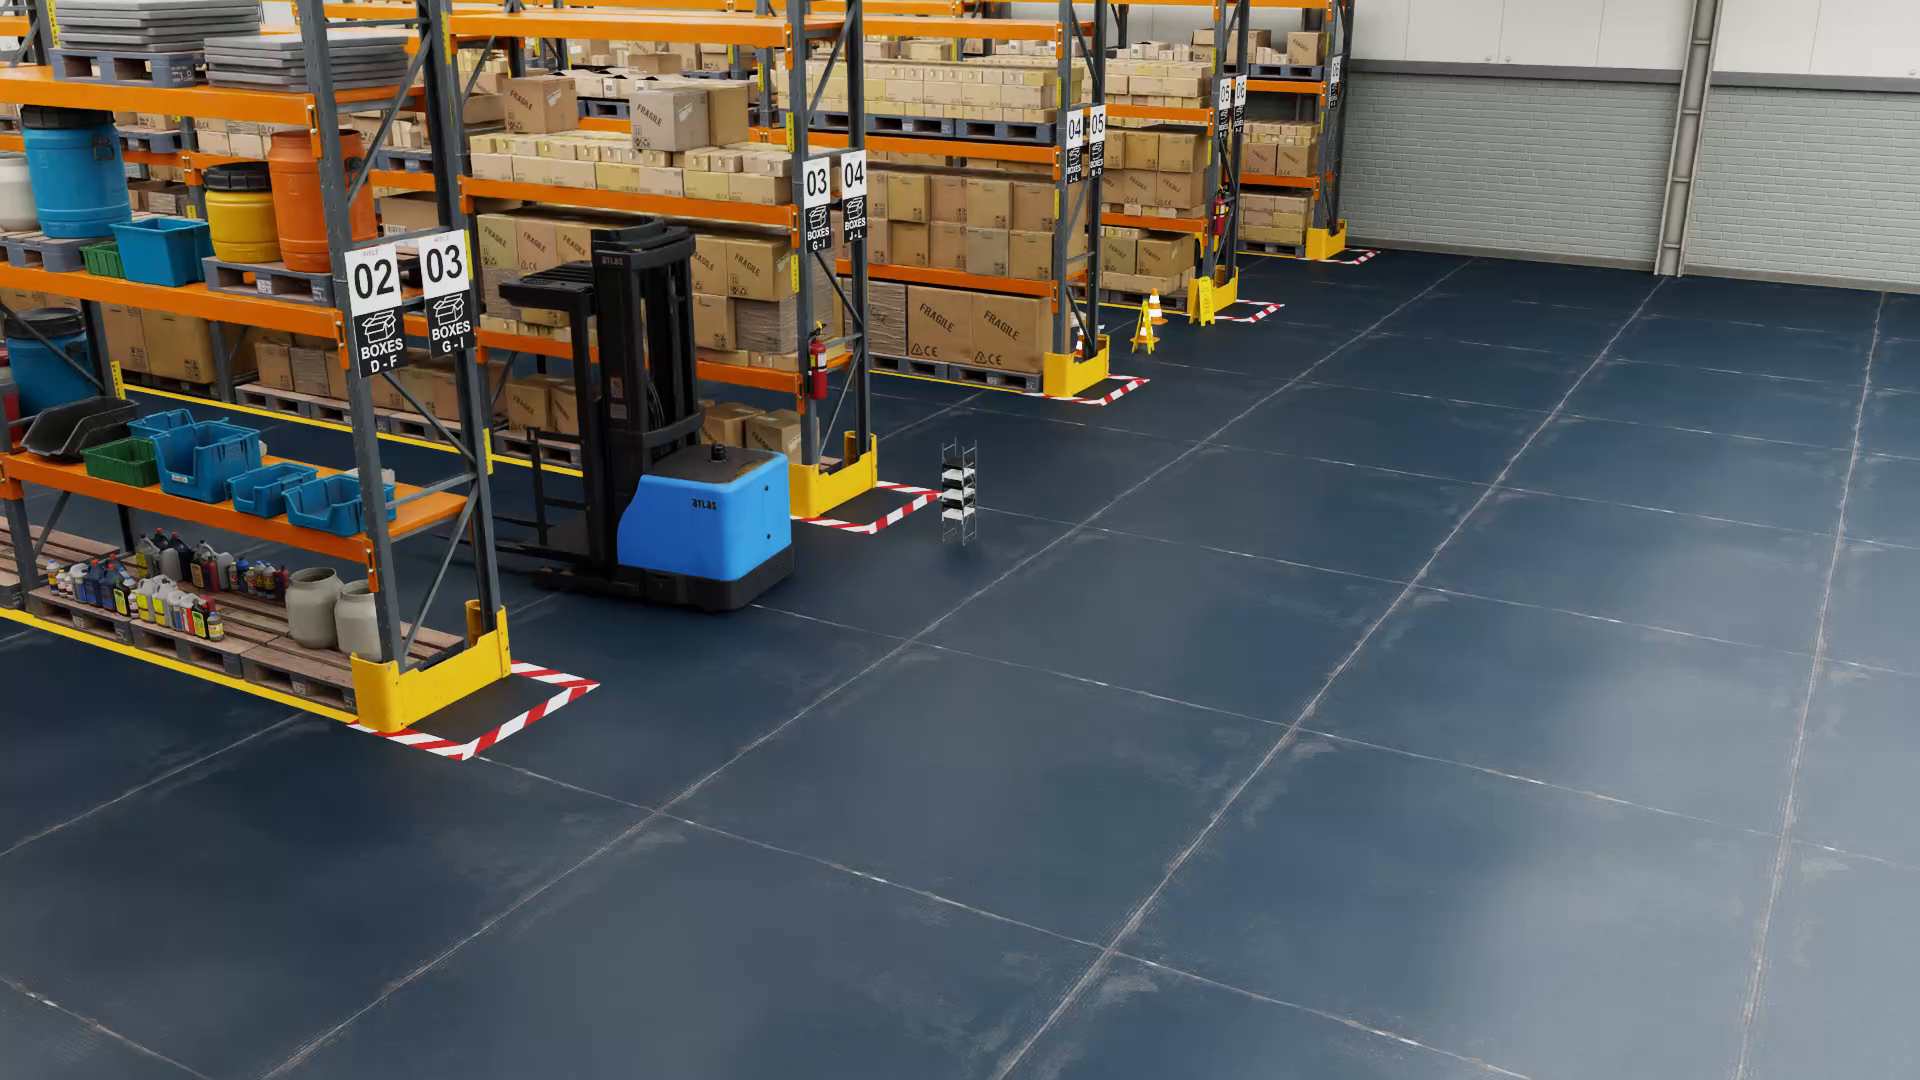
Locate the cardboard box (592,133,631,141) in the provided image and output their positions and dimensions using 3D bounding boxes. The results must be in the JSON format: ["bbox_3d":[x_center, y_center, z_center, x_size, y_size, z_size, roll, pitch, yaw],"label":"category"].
[{"bbox_3d":[-3.324,-3.822,16.038,0.250,0.149,0.380,12,23,29],"label":"cardboard box"}]

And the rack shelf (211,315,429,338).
[{"bbox_3d":[-6.388,-2.449,18.069,4.000,0.370,1.077,11,23,27],"label":"rack shelf"}]

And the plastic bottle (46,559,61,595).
[{"bbox_3d":[-6.993,0.280,12.849,0.097,0.271,0.097,0,20,0],"label":"plastic bottle"}]

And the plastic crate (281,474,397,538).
[{"bbox_3d":[-4.148,-0.239,11.140,0.616,0.251,0.499,11,23,27],"label":"plastic crate"}]

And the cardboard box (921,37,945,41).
[{"bbox_3d":[-0.370,-9.056,29.923,0.500,0.500,0.500,11,23,28],"label":"cardboard box"}]

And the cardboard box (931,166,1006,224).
[{"bbox_3d":[0.105,-4.098,19.757,0.550,0.550,0.875,11,23,27],"label":"cardboard box"}]

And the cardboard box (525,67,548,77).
[{"bbox_3d":[-5.995,-6.210,22.839,0.500,0.500,0.500,11,23,27],"label":"cardboard box"}]

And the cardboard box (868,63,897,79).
[{"bbox_3d":[-0.871,-5.452,19.332,0.250,0.149,0.380,11,23,27],"label":"cardboard box"}]

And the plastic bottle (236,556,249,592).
[{"bbox_3d":[-5.559,0.260,12.904,0.097,0.271,0.097,0,20,0],"label":"plastic bottle"}]

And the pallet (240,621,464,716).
[{"bbox_3d":[-4.361,0.861,11.979,1.213,0.211,1.003,11,23,27],"label":"pallet"}]

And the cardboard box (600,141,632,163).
[{"bbox_3d":[-3.110,-3.597,15.417,0.250,0.149,0.380,11,23,29],"label":"cardboard box"}]

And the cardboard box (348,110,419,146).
[{"bbox_3d":[-5.827,-4.374,17.157,0.637,0.503,0.797,12,23,29],"label":"cardboard box"}]

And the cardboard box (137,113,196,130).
[{"bbox_3d":[-8.701,-4.855,18.483,0.637,0.503,0.797,12,23,30],"label":"cardboard box"}]

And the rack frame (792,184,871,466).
[{"bbox_3d":[-1.149,-1.789,15.196,0.127,3.000,1.000,11,23,27],"label":"rack frame"}]

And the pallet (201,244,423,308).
[{"bbox_3d":[-4.240,-1.802,11.111,1.213,0.211,1.003,11,23,27],"label":"pallet"}]

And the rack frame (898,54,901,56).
[{"bbox_3d":[-0.883,-7.548,31.072,0.127,3.000,1.000,11,23,27],"label":"rack frame"}]

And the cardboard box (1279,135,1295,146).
[{"bbox_3d":[5.424,-6.577,27.298,0.250,0.149,0.380,11,23,28],"label":"cardboard box"}]

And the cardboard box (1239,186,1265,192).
[{"bbox_3d":[4.904,-5.897,28.471,0.500,0.250,0.500,11,22,27],"label":"cardboard box"}]

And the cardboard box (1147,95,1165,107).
[{"bbox_3d":[2.787,-6.093,23.031,0.250,0.149,0.380,12,23,29],"label":"cardboard box"}]

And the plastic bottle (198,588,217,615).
[{"bbox_3d":[-5.537,0.499,12.227,0.133,0.283,0.061,11,23,27],"label":"plastic bottle"}]

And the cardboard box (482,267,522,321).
[{"bbox_3d":[-4.279,-2.548,16.705,0.500,0.500,0.875,11,23,27],"label":"cardboard box"}]

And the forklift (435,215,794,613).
[{"bbox_3d":[-2.940,-1.116,13.441,3.031,2.935,1.130,8,21,21],"label":"forklift"}]

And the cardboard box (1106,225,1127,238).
[{"bbox_3d":[2.286,-4.441,23.872,0.250,0.149,0.380,11,23,28],"label":"cardboard box"}]

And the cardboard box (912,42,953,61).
[{"bbox_3d":[-0.377,-7.235,24.681,0.500,0.250,0.500,11,23,29],"label":"cardboard box"}]

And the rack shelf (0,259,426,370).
[{"bbox_3d":[-5.311,-1.719,11.659,4.000,0.370,1.077,11,23,27],"label":"rack shelf"}]

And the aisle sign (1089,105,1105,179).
[{"bbox_3d":[1.566,-4.548,18.990,0.004,0.787,0.394,11,23,27],"label":"aisle sign"}]

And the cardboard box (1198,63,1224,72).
[{"bbox_3d":[3.473,-6.526,23.054,0.250,0.149,0.380,11,22,27],"label":"cardboard box"}]

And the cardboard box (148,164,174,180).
[{"bbox_3d":[-12.353,-5.940,26.055,0.500,0.500,0.500,12,23,30],"label":"cardboard box"}]

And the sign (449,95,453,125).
[{"bbox_3d":[-4.909,-4.127,15.906,0.005,0.325,0.100,11,23,27],"label":"sign"}]

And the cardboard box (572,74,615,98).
[{"bbox_3d":[-4.665,-5.894,21.571,0.500,0.250,0.500,11,23,29],"label":"cardboard box"}]

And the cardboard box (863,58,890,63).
[{"bbox_3d":[-1.002,-5.734,20.108,0.250,0.149,0.380,11,23,28],"label":"cardboard box"}]

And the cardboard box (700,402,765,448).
[{"bbox_3d":[-2.225,-1.009,16.096,0.500,0.500,0.500,18,27,41],"label":"cardboard box"}]

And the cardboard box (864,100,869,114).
[{"bbox_3d":[-1.093,-5.120,19.586,0.250,0.149,0.380,10,22,26],"label":"cardboard box"}]

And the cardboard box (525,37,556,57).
[{"bbox_3d":[-7.204,-8.597,28.655,0.500,0.500,0.500,11,23,28],"label":"cardboard box"}]

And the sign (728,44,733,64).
[{"bbox_3d":[-3.578,-7.596,25.932,0.005,0.325,0.100,11,23,27],"label":"sign"}]

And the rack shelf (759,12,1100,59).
[{"bbox_3d":[-0.388,-5.875,19.305,4.000,0.370,1.077,11,23,27],"label":"rack shelf"}]

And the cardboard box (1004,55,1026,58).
[{"bbox_3d":[0.839,-7.063,24.536,0.250,0.149,0.380,10,22,26],"label":"cardboard box"}]

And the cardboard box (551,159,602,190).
[{"bbox_3d":[-3.481,-3.470,15.652,0.500,0.250,0.500,10,22,25],"label":"cardboard box"}]

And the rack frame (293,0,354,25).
[{"bbox_3d":[-9.119,-8.065,23.698,0.127,3.000,1.000,11,23,27],"label":"rack frame"}]

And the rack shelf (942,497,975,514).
[{"bbox_3d":[-0.007,-0.308,14.555,0.200,0.077,0.258,11,23,27],"label":"rack shelf"}]

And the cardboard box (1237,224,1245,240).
[{"bbox_3d":[4.675,-5.278,28.230,0.500,0.250,0.500,11,23,28],"label":"cardboard box"}]

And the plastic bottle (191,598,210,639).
[{"bbox_3d":[-5.493,0.567,12.040,0.133,0.283,0.061,11,23,29],"label":"plastic bottle"}]

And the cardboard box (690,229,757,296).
[{"bbox_3d":[-2.189,-2.545,15.231,0.500,0.500,0.500,11,23,27],"label":"cardboard box"}]

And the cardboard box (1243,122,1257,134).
[{"bbox_3d":[4.751,-6.847,27.606,0.250,0.149,0.380,11,23,29],"label":"cardboard box"}]

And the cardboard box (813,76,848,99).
[{"bbox_3d":[-1.403,-5.390,19.745,0.500,0.250,0.500,11,22,27],"label":"cardboard box"}]

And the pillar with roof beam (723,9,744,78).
[{"bbox_3d":[-6.643,-10.136,29.408,0.400,9.000,9.100,11,23,27],"label":"pillar with roof beam"}]

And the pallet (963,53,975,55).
[{"bbox_3d":[-0.247,-8.783,30.355,1.003,0.211,1.213,12,23,30],"label":"pallet"}]

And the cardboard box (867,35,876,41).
[{"bbox_3d":[-1.506,-9.259,30.589,0.250,0.149,0.380,10,22,25],"label":"cardboard box"}]

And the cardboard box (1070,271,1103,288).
[{"bbox_3d":[1.939,-3.872,24.355,0.500,0.250,0.500,10,22,25],"label":"cardboard box"}]

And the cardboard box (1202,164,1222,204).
[{"bbox_3d":[3.405,-5.087,23.706,0.500,0.500,0.500,10,22,26],"label":"cardboard box"}]

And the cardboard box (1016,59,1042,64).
[{"bbox_3d":[0.991,-6.789,23.780,0.250,0.149,0.380,11,22,27],"label":"cardboard box"}]

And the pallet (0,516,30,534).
[{"bbox_3d":[-8.831,0.010,14.327,1.213,0.211,1.003,11,23,27],"label":"pallet"}]

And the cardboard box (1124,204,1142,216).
[{"bbox_3d":[2.525,-4.712,23.621,0.250,0.149,0.380,11,23,28],"label":"cardboard box"}]

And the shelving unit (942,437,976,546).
[{"bbox_3d":[-0.007,-0.424,14.513,0.210,0.900,0.258,11,23,27],"label":"shelving unit"}]

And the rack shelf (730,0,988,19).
[{"bbox_3d":[-1.555,-8.031,25.247,4.000,0.370,1.077,11,23,27],"label":"rack shelf"}]

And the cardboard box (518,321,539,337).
[{"bbox_3d":[-4.157,-2.132,16.510,0.250,0.149,0.380,11,23,27],"label":"cardboard box"}]
